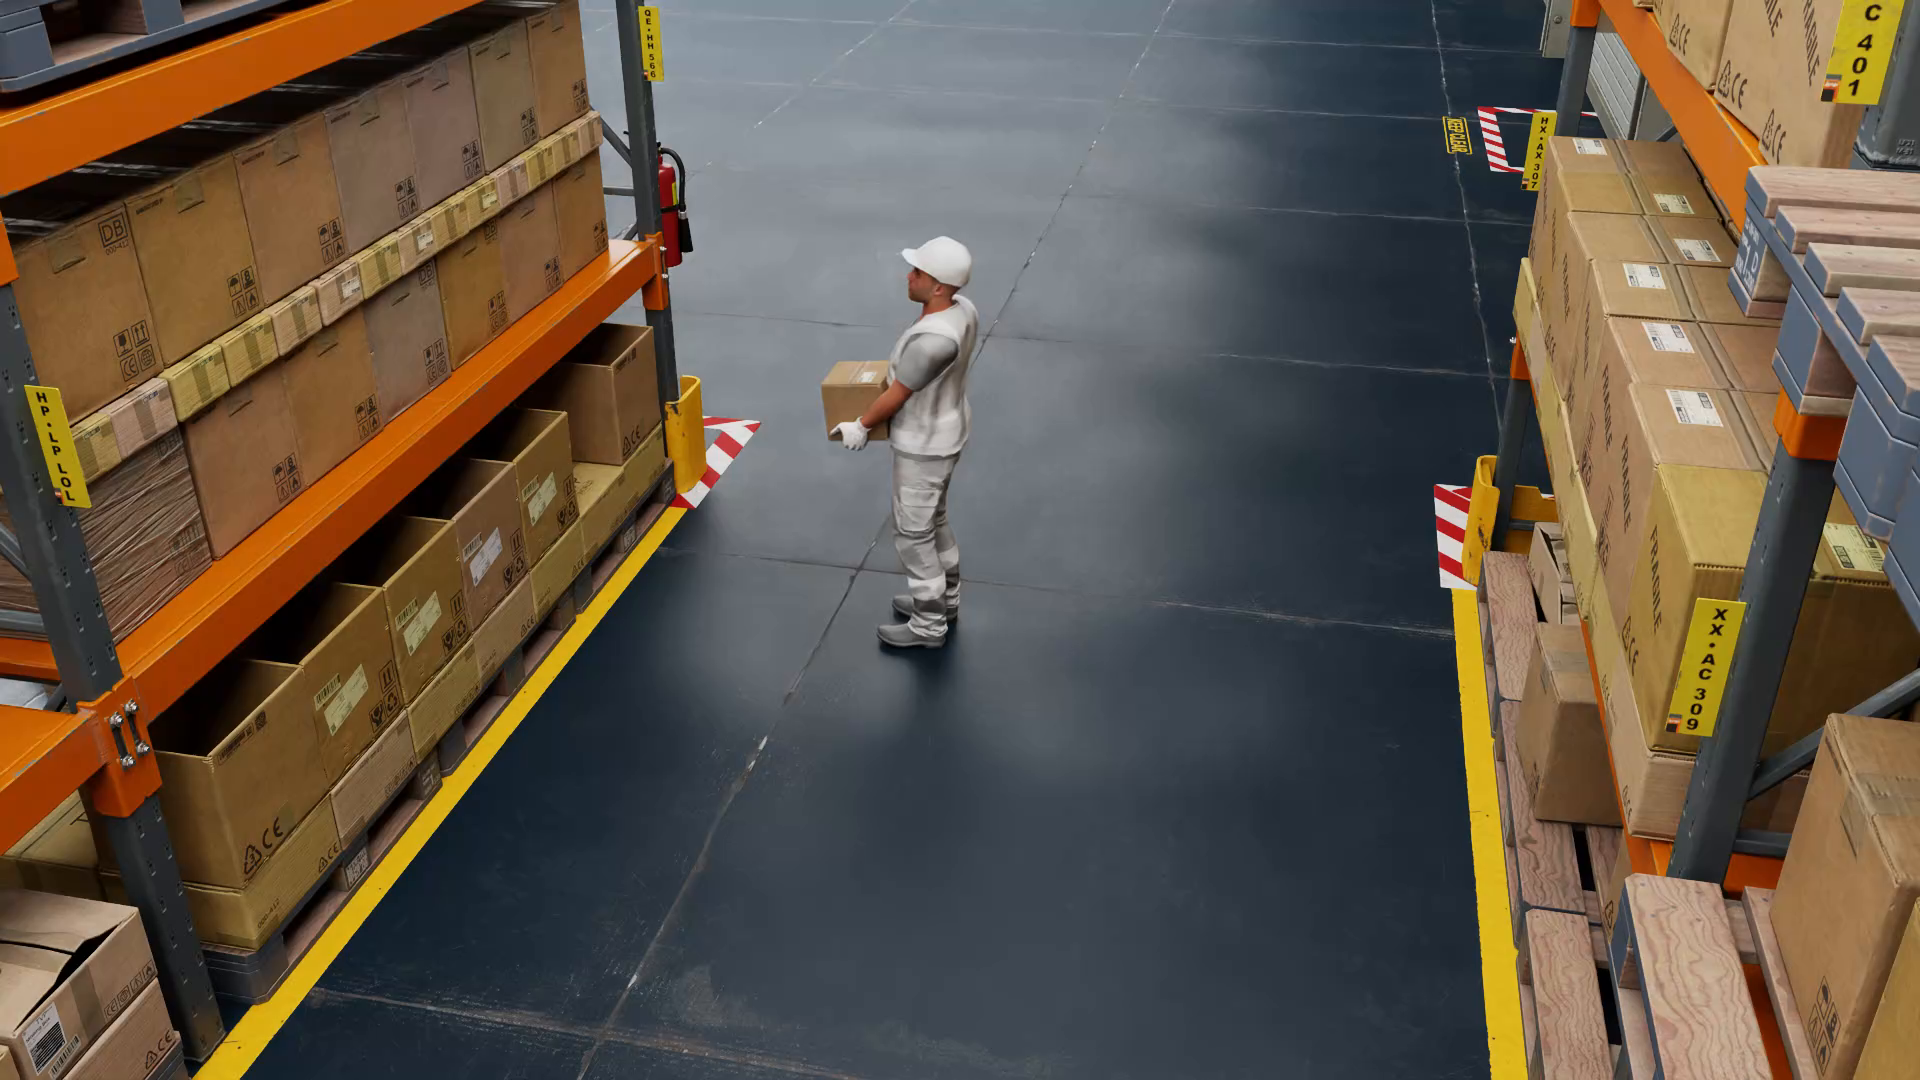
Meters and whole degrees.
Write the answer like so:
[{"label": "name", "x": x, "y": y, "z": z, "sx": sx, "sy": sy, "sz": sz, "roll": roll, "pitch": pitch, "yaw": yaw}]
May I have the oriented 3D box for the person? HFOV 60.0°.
[{"label": "person", "x": -0.227, "y": -0.395, "z": 6.833, "sx": 0.563, "sy": 1.781, "sz": 0.494, "roll": 6, "pitch": 29, "yaw": 11}]
